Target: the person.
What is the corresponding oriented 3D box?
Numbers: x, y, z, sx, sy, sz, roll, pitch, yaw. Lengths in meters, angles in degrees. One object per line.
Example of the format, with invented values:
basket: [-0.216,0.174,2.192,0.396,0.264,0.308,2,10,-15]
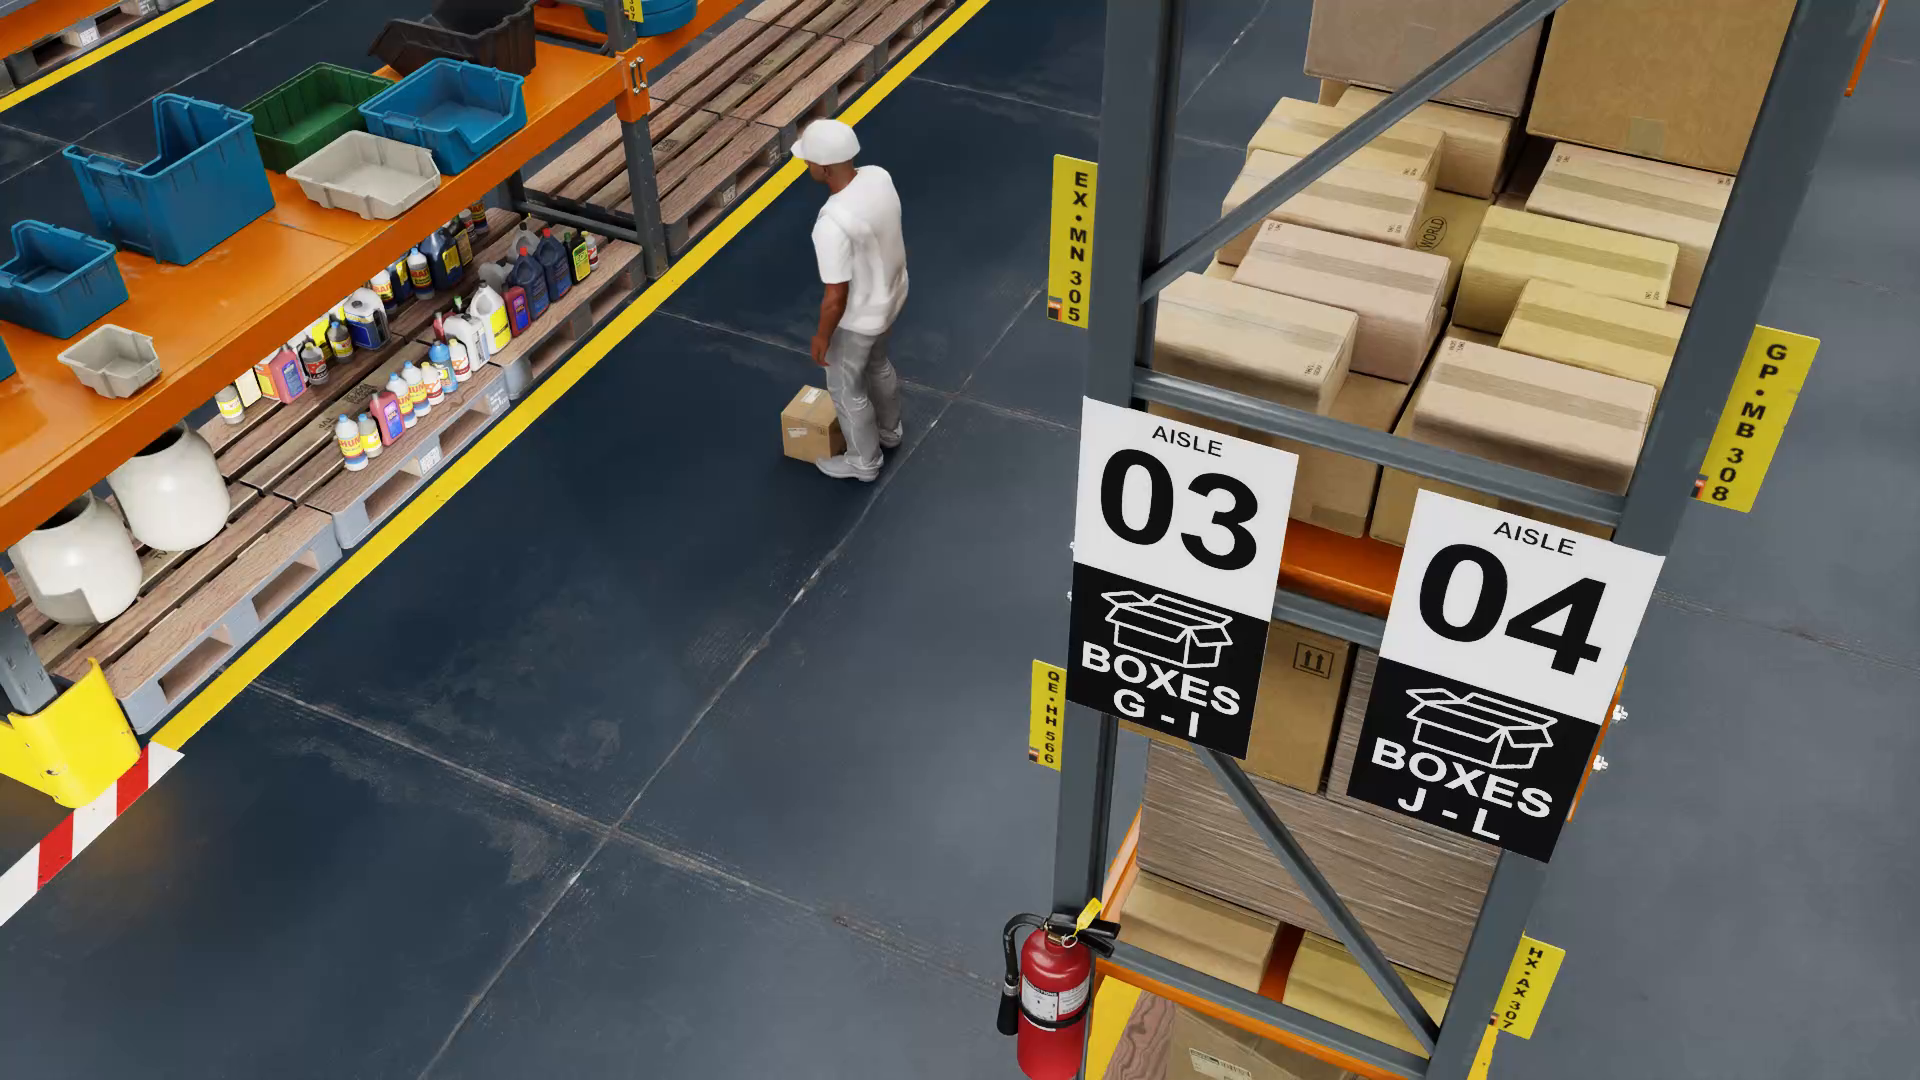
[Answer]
person: [-0.469,-1.038,7.309,0.454,1.761,0.637,15,44,17]
